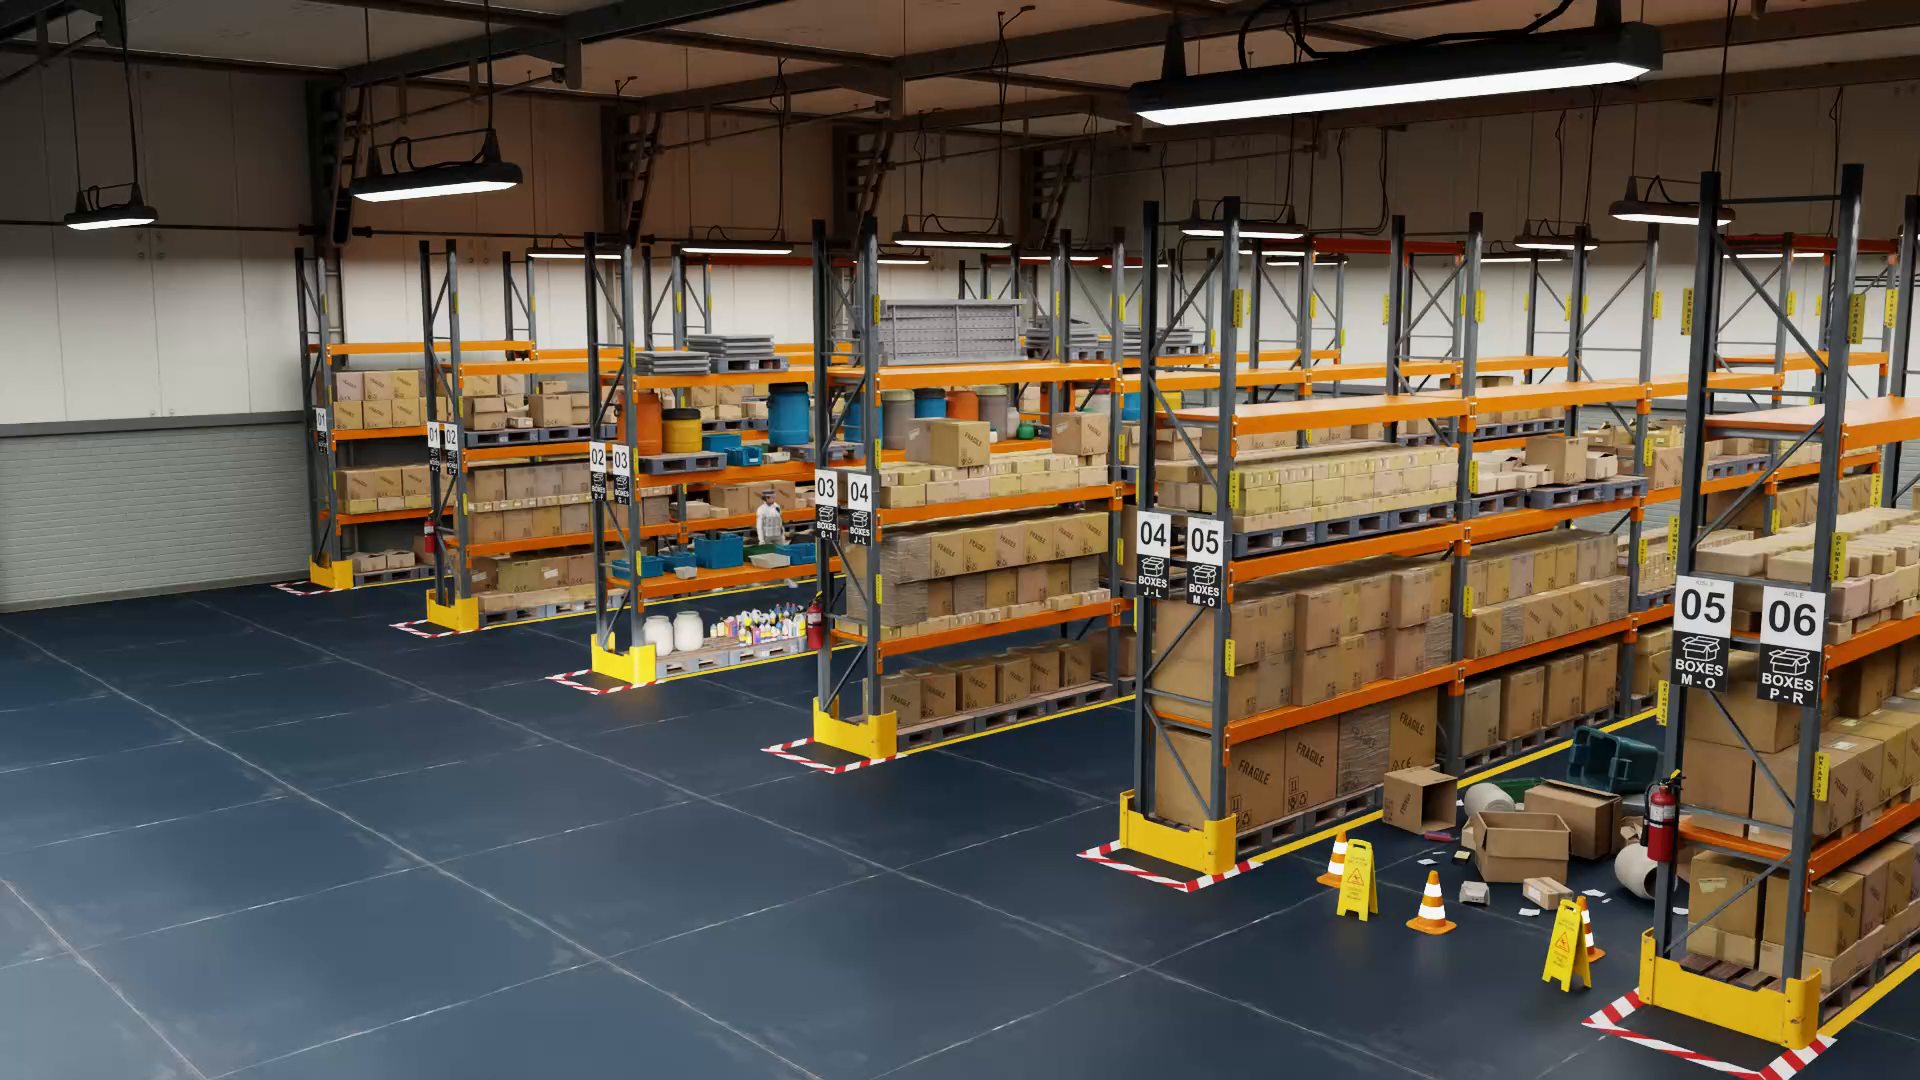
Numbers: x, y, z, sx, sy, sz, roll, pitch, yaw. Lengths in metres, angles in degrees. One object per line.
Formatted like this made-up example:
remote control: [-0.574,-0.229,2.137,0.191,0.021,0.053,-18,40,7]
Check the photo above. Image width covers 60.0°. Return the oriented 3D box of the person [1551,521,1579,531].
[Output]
person: [9.825,0.347,27.118,1.042,1.722,0.706,-8,11,-42]

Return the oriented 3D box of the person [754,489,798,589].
person: [-3.127,-0.030,27.907,0.636,1.672,0.603,-4,9,-28]
